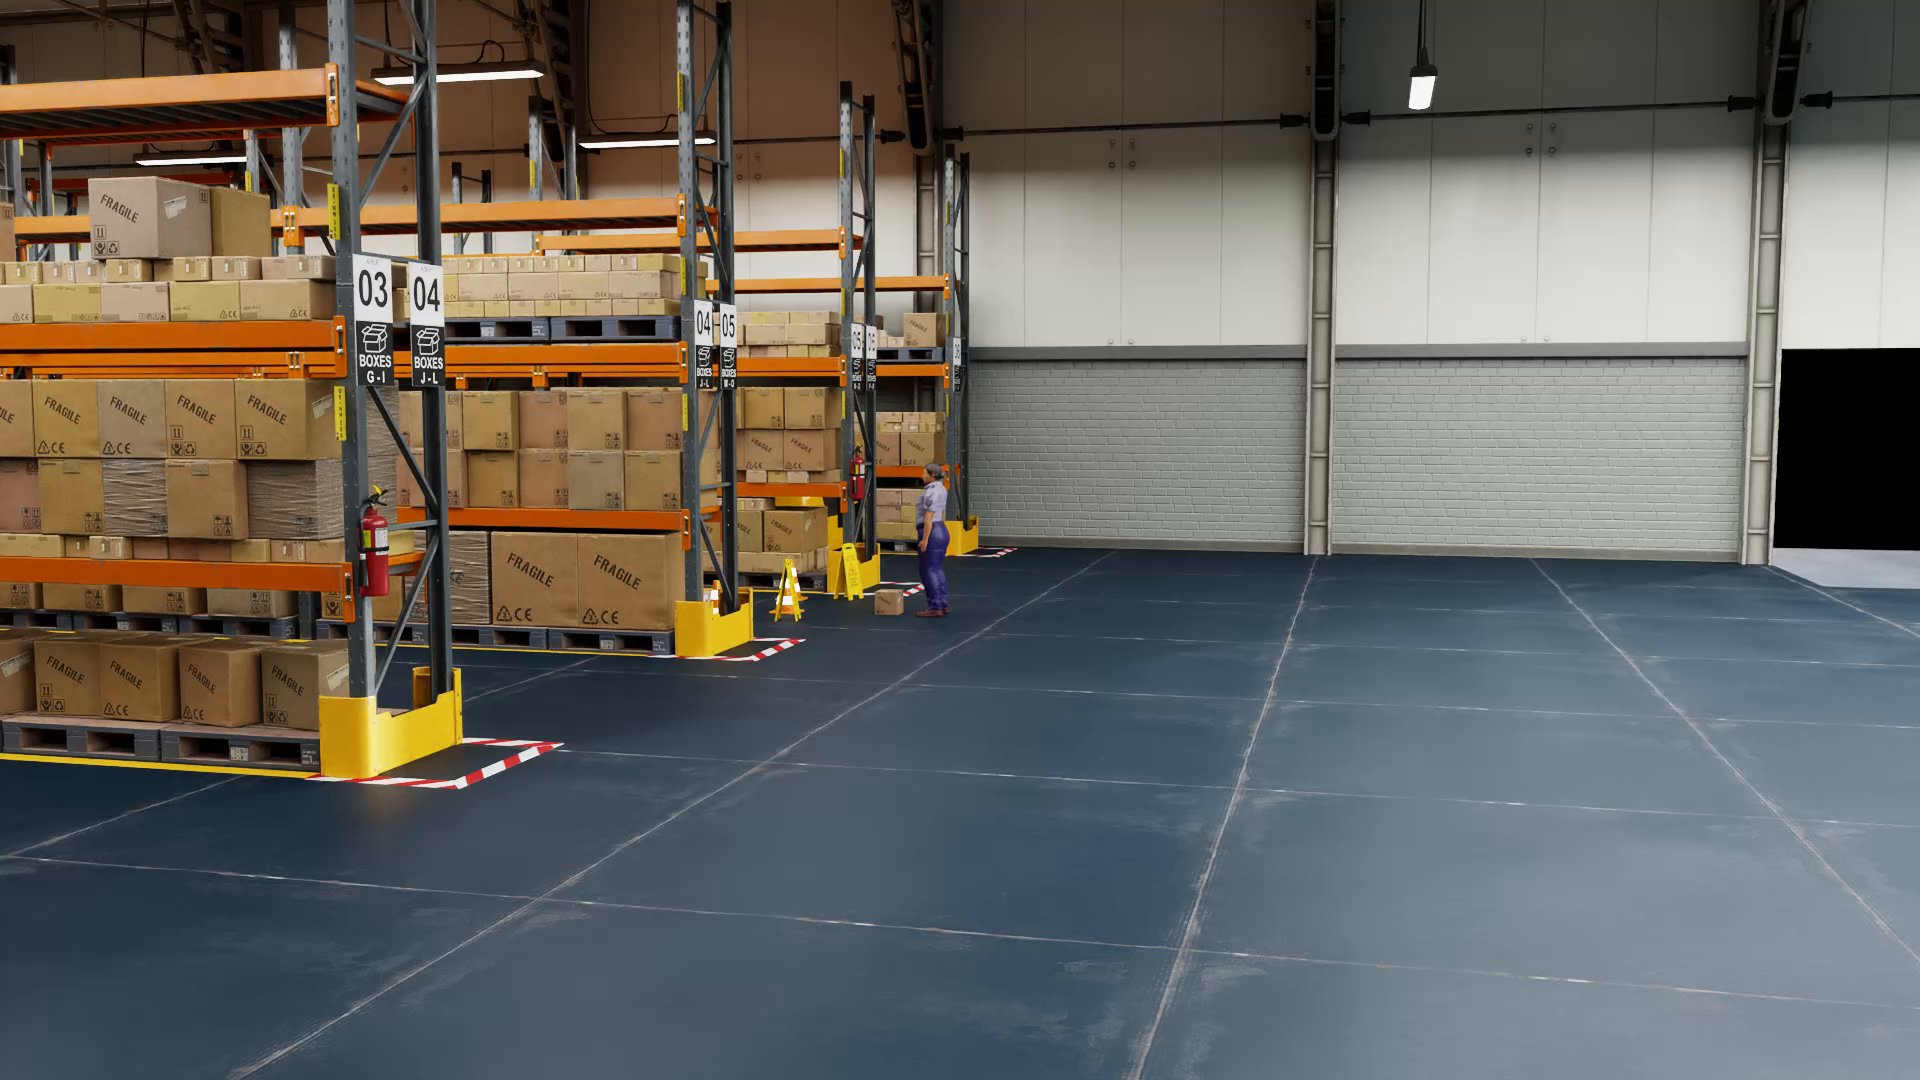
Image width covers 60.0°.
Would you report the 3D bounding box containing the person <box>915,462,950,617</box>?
[{"bbox_3d":[-0.312,-0.007,17.768,0.329,1.646,0.469,1,5,15],"label":"person"}]
